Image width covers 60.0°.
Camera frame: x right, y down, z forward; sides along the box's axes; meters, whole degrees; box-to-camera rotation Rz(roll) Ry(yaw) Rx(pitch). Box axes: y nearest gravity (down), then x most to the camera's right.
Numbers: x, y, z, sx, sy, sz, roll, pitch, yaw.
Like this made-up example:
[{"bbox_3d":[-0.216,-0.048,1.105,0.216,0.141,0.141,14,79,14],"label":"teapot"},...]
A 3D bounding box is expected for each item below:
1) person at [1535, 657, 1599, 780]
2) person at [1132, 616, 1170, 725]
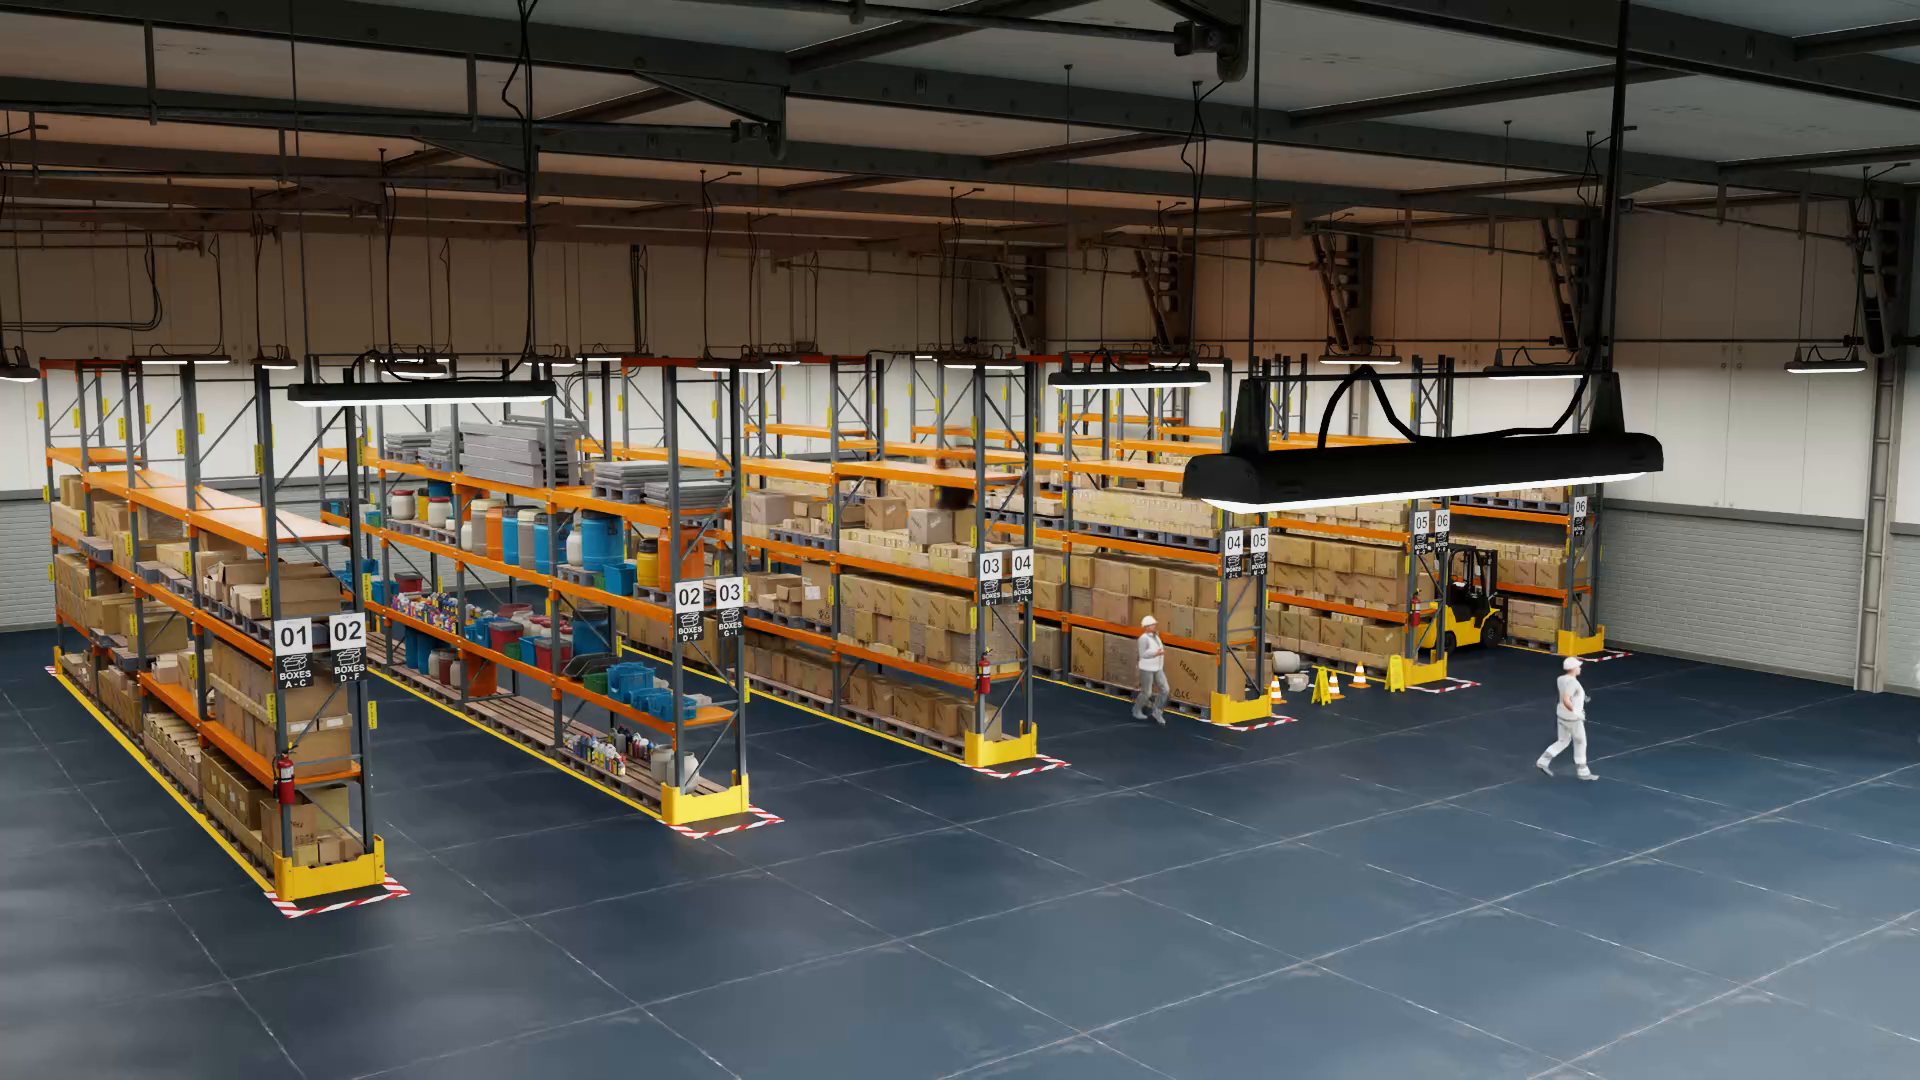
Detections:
[{"bbox_3d":[8.744,2.557,23.859,0.902,1.777,0.667,-1,7,-4],"label":"person"},{"bbox_3d":[3.173,2.163,27.494,0.713,1.826,0.637,7,10,45],"label":"person"}]
